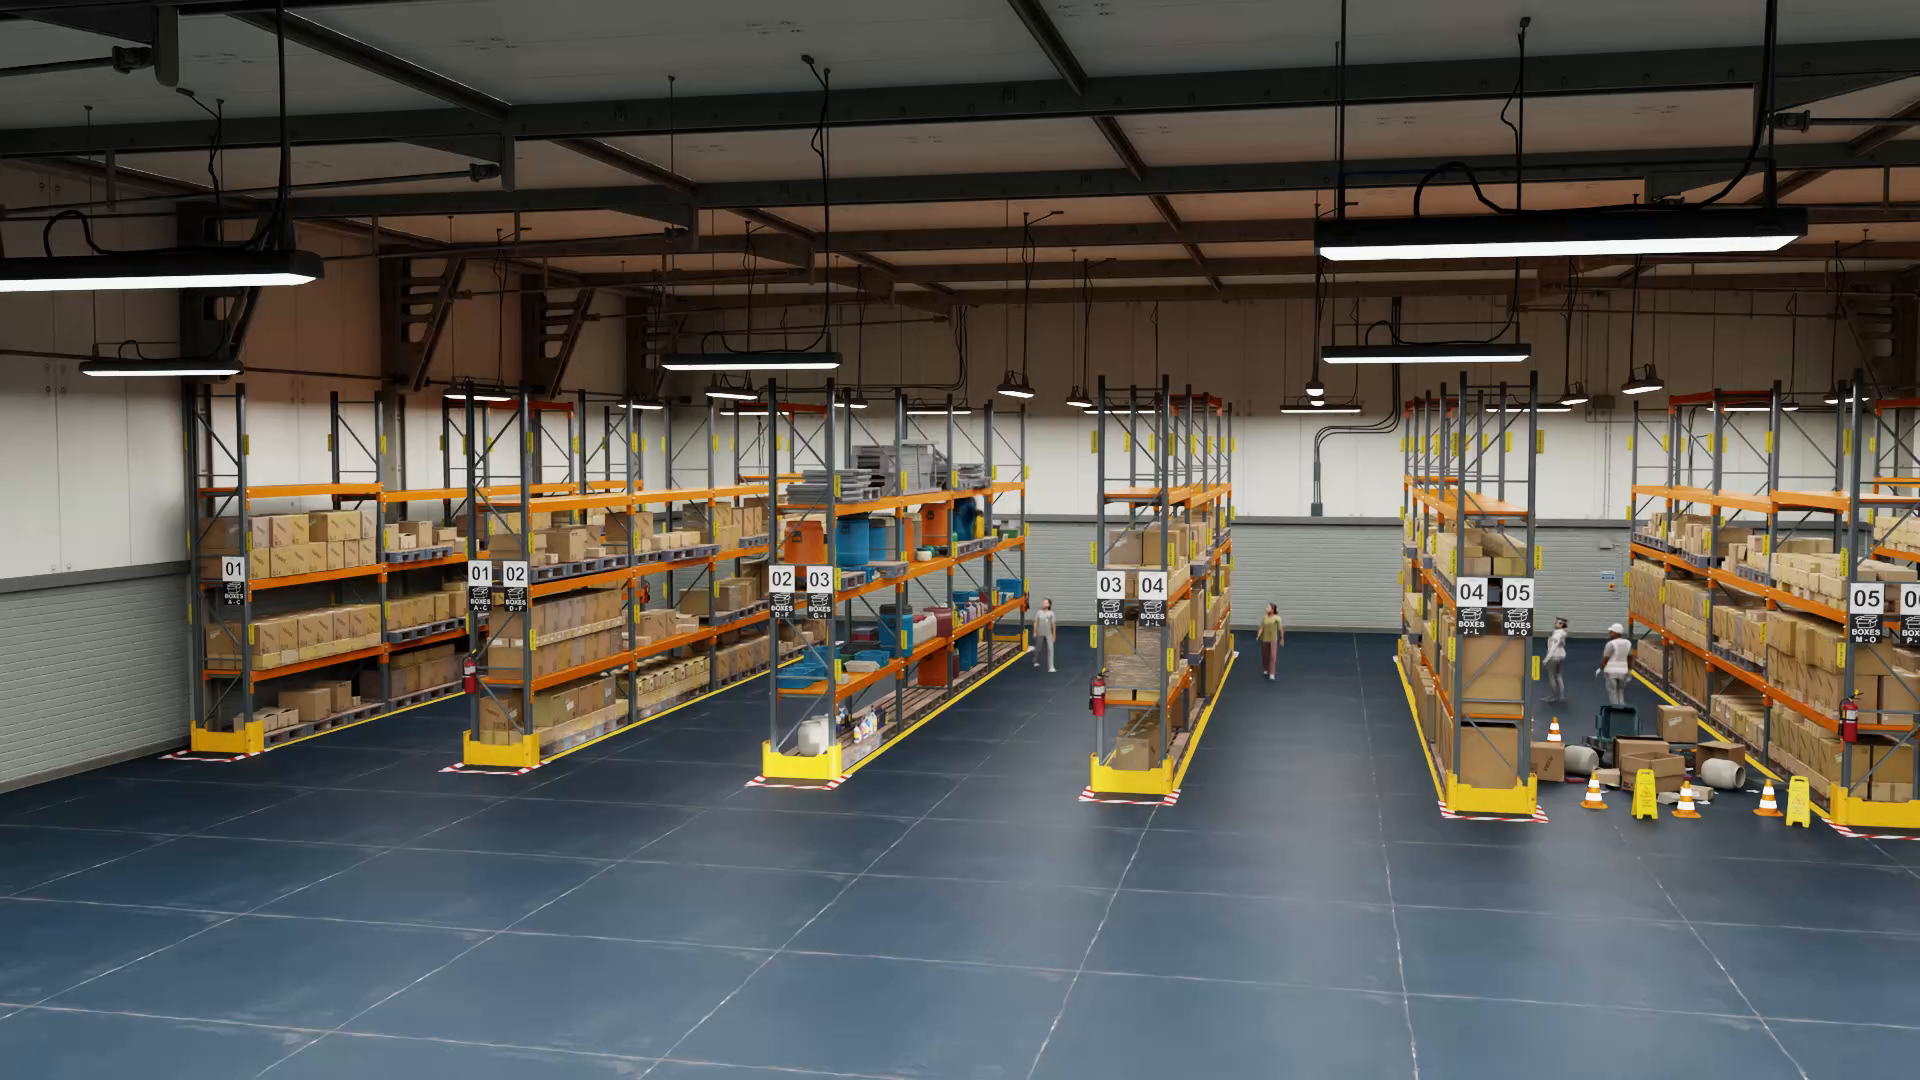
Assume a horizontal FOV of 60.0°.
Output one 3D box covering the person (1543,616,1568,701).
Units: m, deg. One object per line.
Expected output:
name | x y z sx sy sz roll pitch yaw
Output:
person | 11.592 2.355 32.442 0.530 1.756 0.456 -2 4 -33

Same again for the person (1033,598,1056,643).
person | 1.846 1.779 36.707 0.530 0.978 0.388 -1 3 -10

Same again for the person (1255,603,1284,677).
person | 6.641 2.120 35.654 0.608 1.565 0.882 1 3 13
